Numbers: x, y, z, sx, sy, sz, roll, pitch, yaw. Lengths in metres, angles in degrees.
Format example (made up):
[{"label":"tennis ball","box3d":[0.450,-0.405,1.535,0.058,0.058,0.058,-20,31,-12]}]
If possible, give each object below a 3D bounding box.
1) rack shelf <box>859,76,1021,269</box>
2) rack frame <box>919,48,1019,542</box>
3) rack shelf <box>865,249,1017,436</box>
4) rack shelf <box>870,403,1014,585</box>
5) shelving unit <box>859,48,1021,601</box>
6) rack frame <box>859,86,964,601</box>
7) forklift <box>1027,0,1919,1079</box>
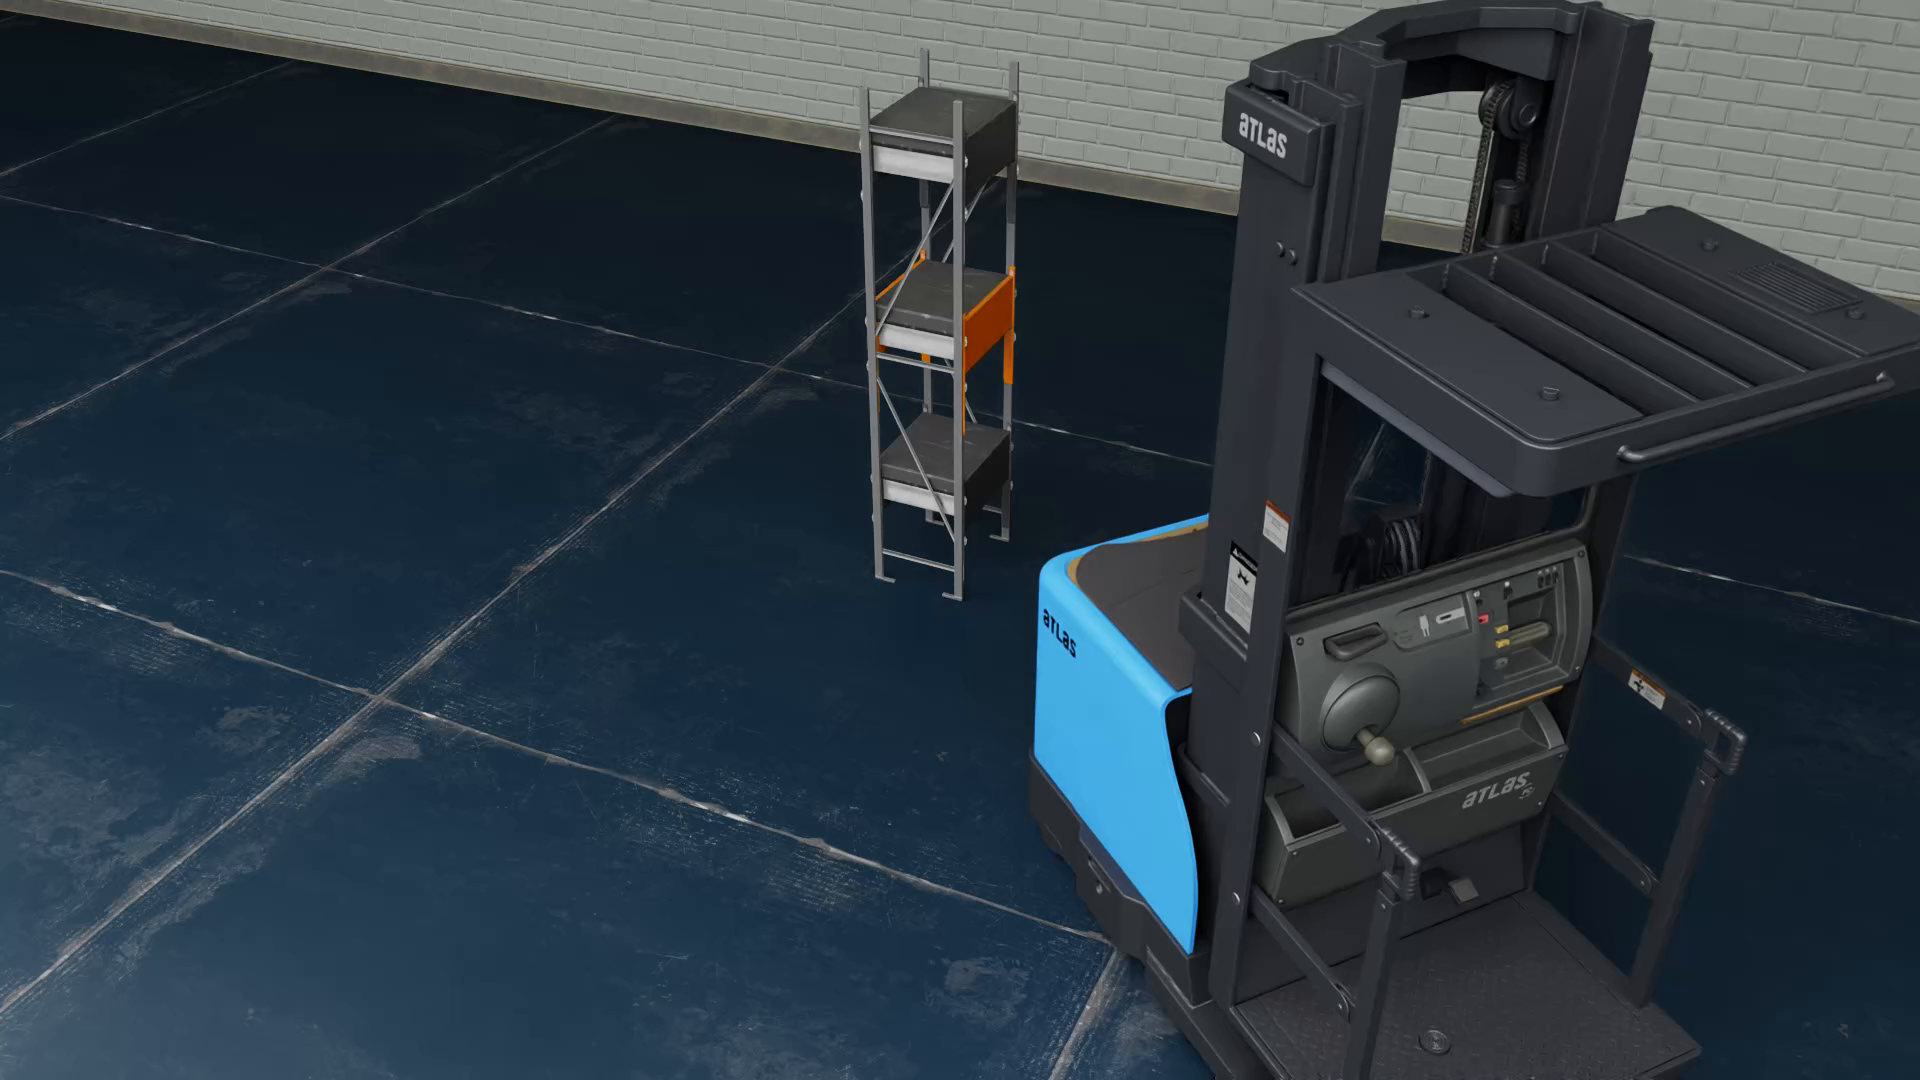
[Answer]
[{"label":"rack shelf","box3d":[-0.069,-1.370,6.172,0.431,0.518,0.480,14,36,20]},{"label":"rack frame","box3d":[0.033,-0.917,6.734,0.400,2.100,0.015,14,36,20]},{"label":"rack shelf","box3d":[-0.069,-0.784,6.556,0.431,0.518,0.480,14,36,20]},{"label":"rack shelf","box3d":[-0.069,-0.199,6.940,0.431,0.518,0.480,14,36,20]},{"label":"shelving unit","box3d":[-0.069,-0.796,6.549,0.431,2.100,0.503,14,36,20]},{"label":"rack frame","box3d":[-0.171,-0.674,6.363,0.400,2.100,0.015,14,36,20]},{"label":"forklift","box3d":[1.321,0.346,4.050,1.130,2.935,3.031,-15,36,-21]}]
